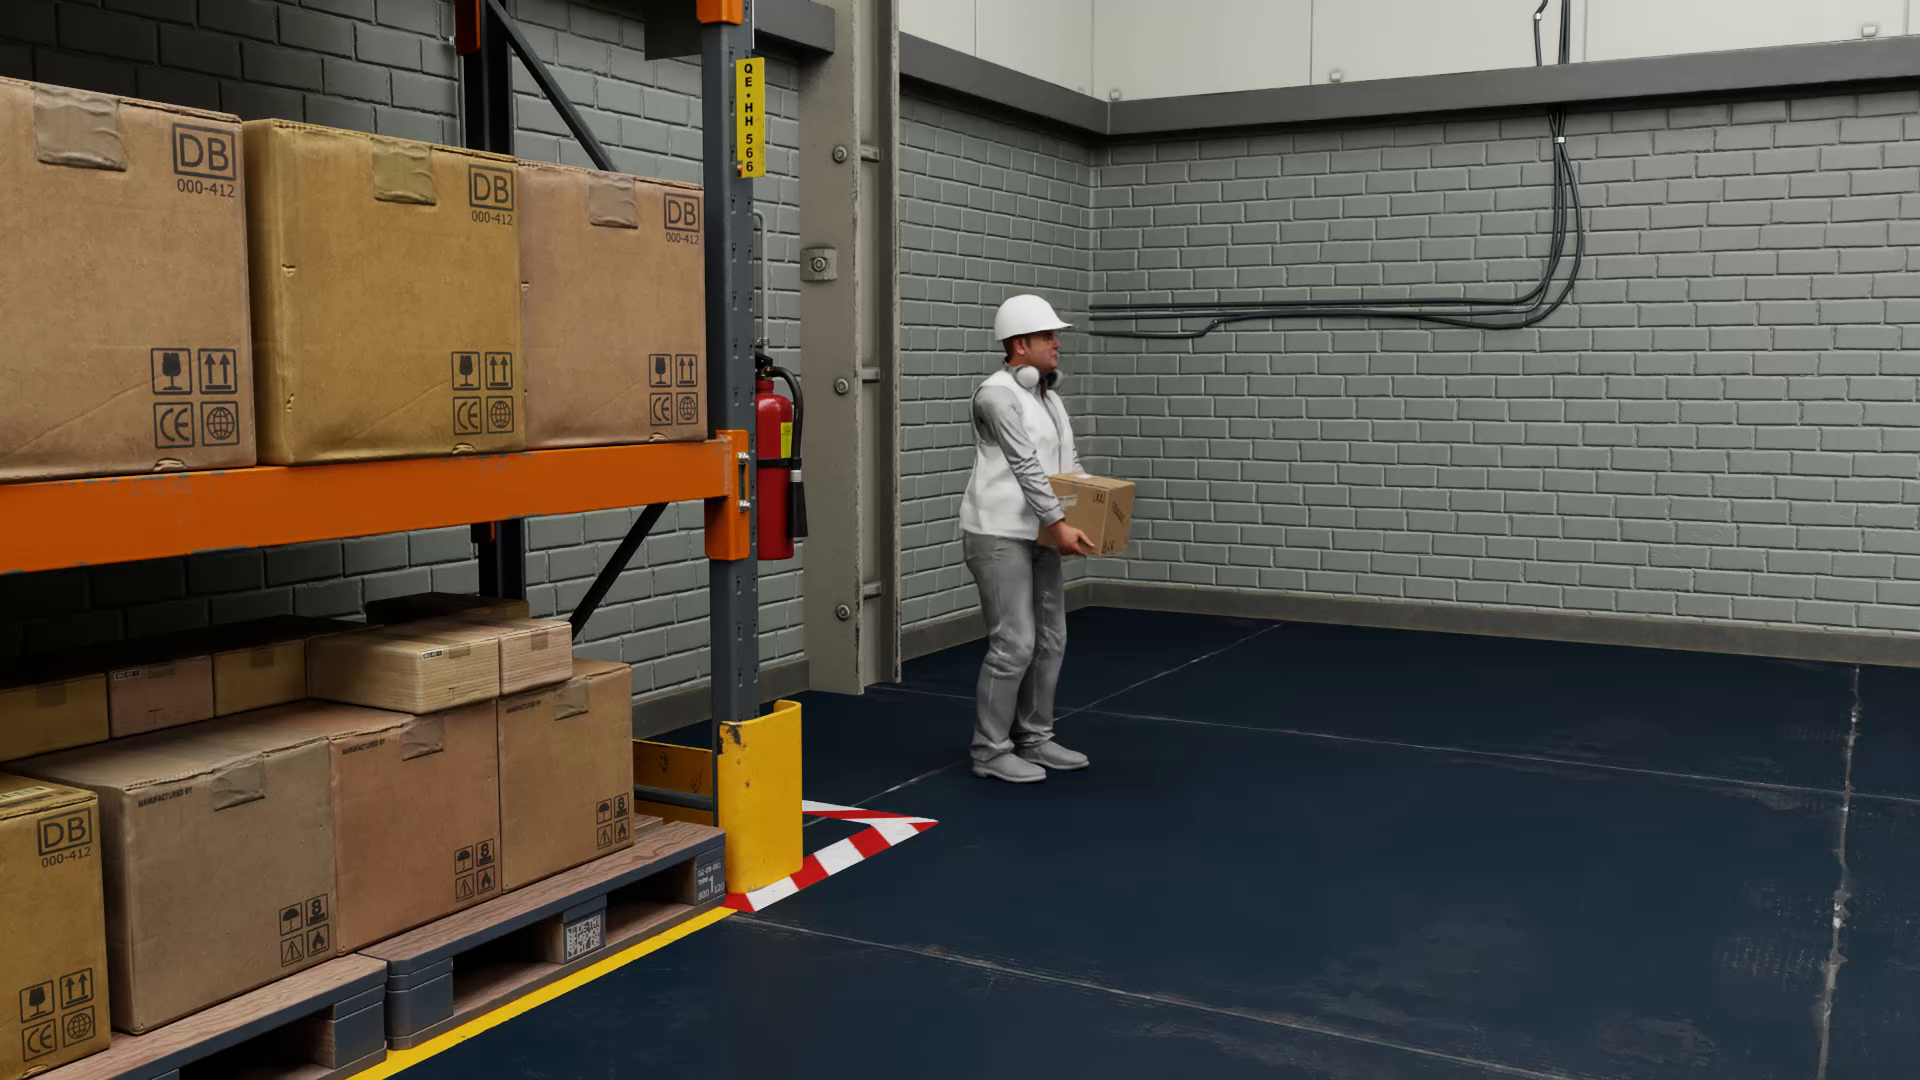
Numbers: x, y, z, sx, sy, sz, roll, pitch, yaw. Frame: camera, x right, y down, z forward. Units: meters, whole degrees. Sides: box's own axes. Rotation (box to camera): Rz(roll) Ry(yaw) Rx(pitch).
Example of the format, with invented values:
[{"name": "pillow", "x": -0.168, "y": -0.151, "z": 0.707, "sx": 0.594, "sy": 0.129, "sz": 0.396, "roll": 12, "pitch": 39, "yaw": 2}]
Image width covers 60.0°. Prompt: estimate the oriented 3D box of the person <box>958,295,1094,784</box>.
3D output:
[{"name": "person", "x": 0.296, "y": -0.012, "z": 6.140, "sx": 0.558, "sy": 1.772, "sz": 0.494, "roll": 3, "pitch": 7, "yaw": 28}]
